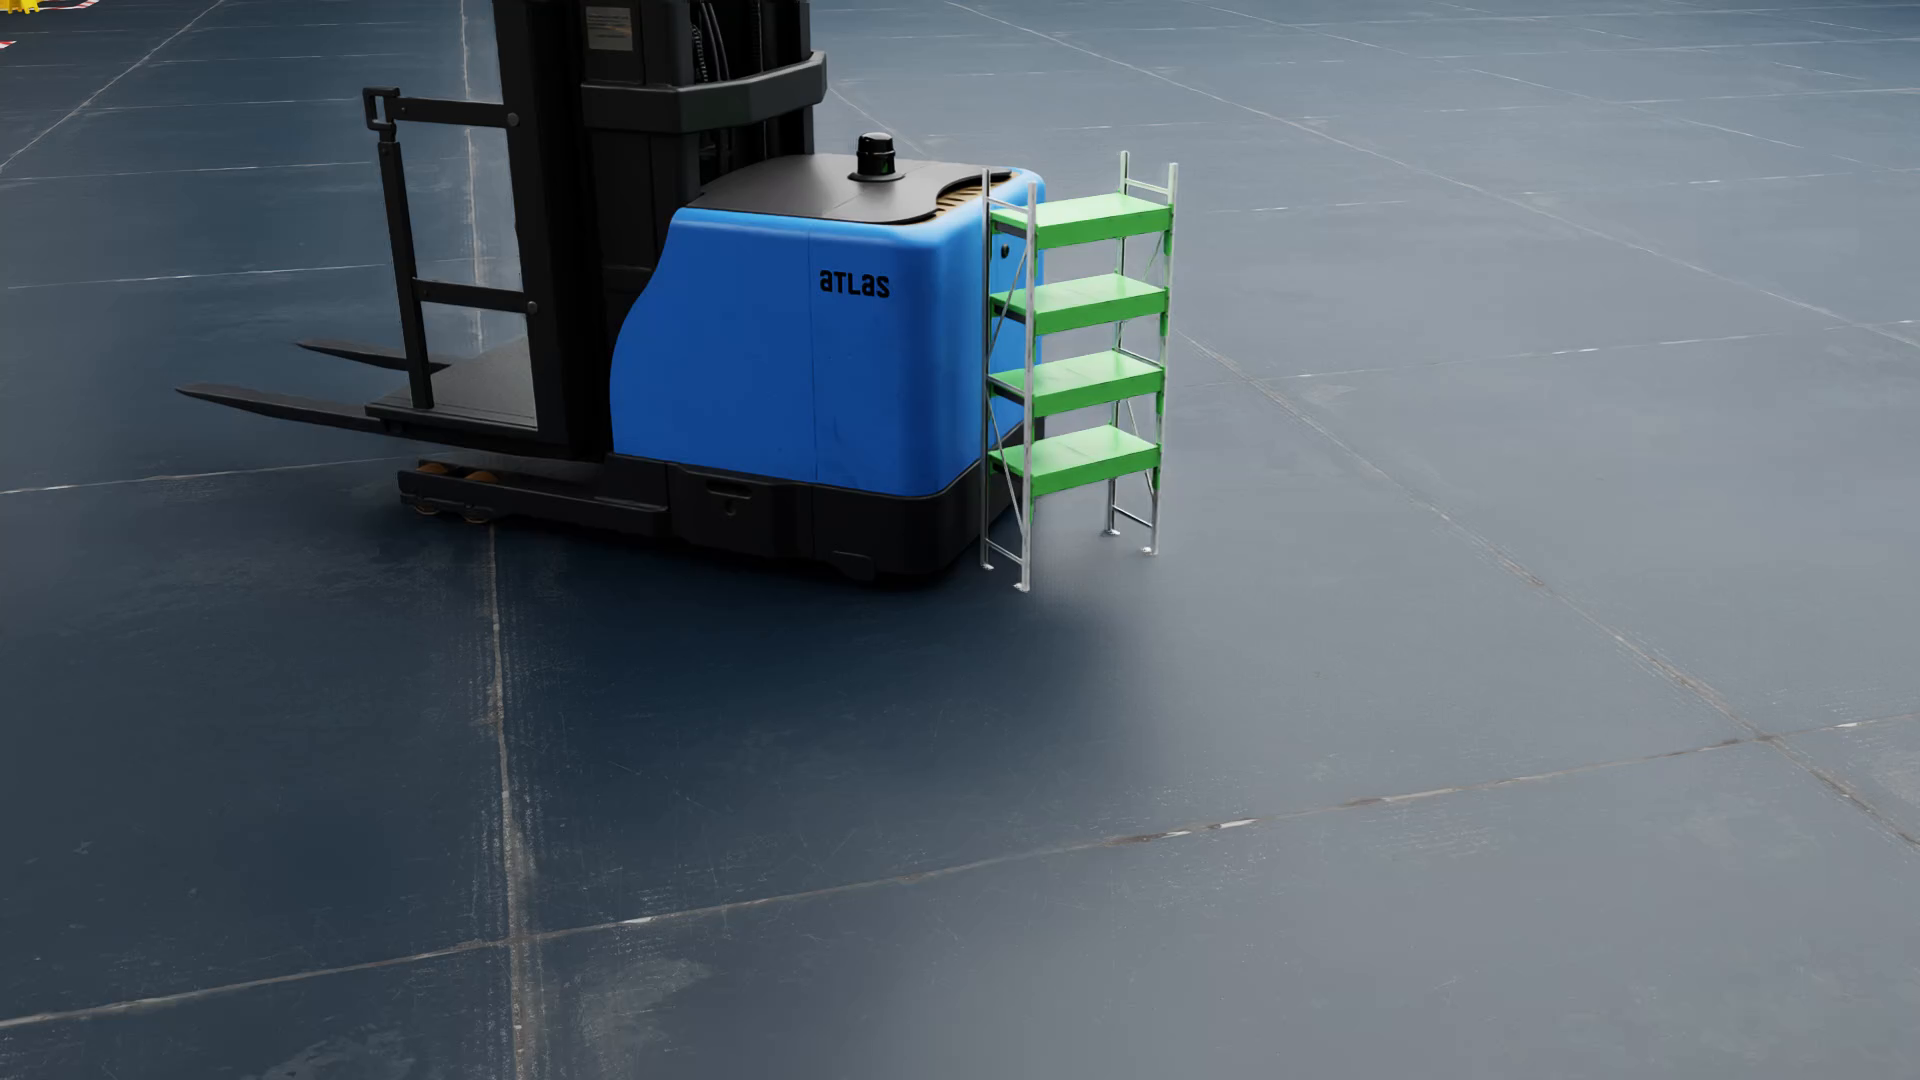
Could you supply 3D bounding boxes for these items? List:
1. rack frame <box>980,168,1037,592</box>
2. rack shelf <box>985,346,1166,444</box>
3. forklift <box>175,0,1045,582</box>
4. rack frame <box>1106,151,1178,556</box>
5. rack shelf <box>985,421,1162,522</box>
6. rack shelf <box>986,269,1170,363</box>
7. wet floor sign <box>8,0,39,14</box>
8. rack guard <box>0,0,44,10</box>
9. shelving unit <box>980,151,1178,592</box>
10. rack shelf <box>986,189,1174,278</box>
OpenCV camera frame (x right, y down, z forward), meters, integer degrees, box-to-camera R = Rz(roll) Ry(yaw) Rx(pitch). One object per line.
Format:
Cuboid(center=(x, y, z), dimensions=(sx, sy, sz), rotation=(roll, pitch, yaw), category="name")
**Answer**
Cuboid(center=(0.133, -0.438, 4.749), dimensions=(0.015, 1.200, 0.240), rotation=(-14, 27, -30), category="rack frame")
Cuboid(center=(0.337, -0.432, 4.897), dimensions=(0.480, 0.148, 0.258), rotation=(-14, 27, -30), category="rack shelf")
Cuboid(center=(-1.284, -1.581, 5.217), dimensions=(3.031, 2.935, 1.130), rotation=(9, 25, 20), category="forklift")
Cuboid(center=(0.541, -0.544, 4.995), dimensions=(0.015, 1.200, 0.240), rotation=(-14, 27, -30), category="rack frame")
Cuboid(center=(0.337, -0.212, 4.992), dimensions=(0.480, 0.148, 0.258), rotation=(-14, 27, -30), category="rack shelf")
Cuboid(center=(0.337, -0.653, 4.803), dimensions=(0.480, 0.148, 0.258), rotation=(-14, 27, -30), category="rack shelf")
Cuboid(center=(-11.329, -6.679, 19.998), dimensions=(0.232, 0.644, 0.267), rotation=(2, 23, 4), category="wet floor sign")
Cuboid(center=(-11.874, -6.990, 20.908), dimensions=(0.348, 0.500, 1.175), rotation=(-6, 24, -14), category="rack guard")
Cuboid(center=(0.337, -0.491, 4.872), dimensions=(0.503, 1.200, 0.258), rotation=(-14, 27, -30), category="shelving unit")
Cuboid(center=(0.337, -0.873, 4.708), dimensions=(0.480, 0.148, 0.258), rotation=(-14, 27, -30), category="rack shelf")
